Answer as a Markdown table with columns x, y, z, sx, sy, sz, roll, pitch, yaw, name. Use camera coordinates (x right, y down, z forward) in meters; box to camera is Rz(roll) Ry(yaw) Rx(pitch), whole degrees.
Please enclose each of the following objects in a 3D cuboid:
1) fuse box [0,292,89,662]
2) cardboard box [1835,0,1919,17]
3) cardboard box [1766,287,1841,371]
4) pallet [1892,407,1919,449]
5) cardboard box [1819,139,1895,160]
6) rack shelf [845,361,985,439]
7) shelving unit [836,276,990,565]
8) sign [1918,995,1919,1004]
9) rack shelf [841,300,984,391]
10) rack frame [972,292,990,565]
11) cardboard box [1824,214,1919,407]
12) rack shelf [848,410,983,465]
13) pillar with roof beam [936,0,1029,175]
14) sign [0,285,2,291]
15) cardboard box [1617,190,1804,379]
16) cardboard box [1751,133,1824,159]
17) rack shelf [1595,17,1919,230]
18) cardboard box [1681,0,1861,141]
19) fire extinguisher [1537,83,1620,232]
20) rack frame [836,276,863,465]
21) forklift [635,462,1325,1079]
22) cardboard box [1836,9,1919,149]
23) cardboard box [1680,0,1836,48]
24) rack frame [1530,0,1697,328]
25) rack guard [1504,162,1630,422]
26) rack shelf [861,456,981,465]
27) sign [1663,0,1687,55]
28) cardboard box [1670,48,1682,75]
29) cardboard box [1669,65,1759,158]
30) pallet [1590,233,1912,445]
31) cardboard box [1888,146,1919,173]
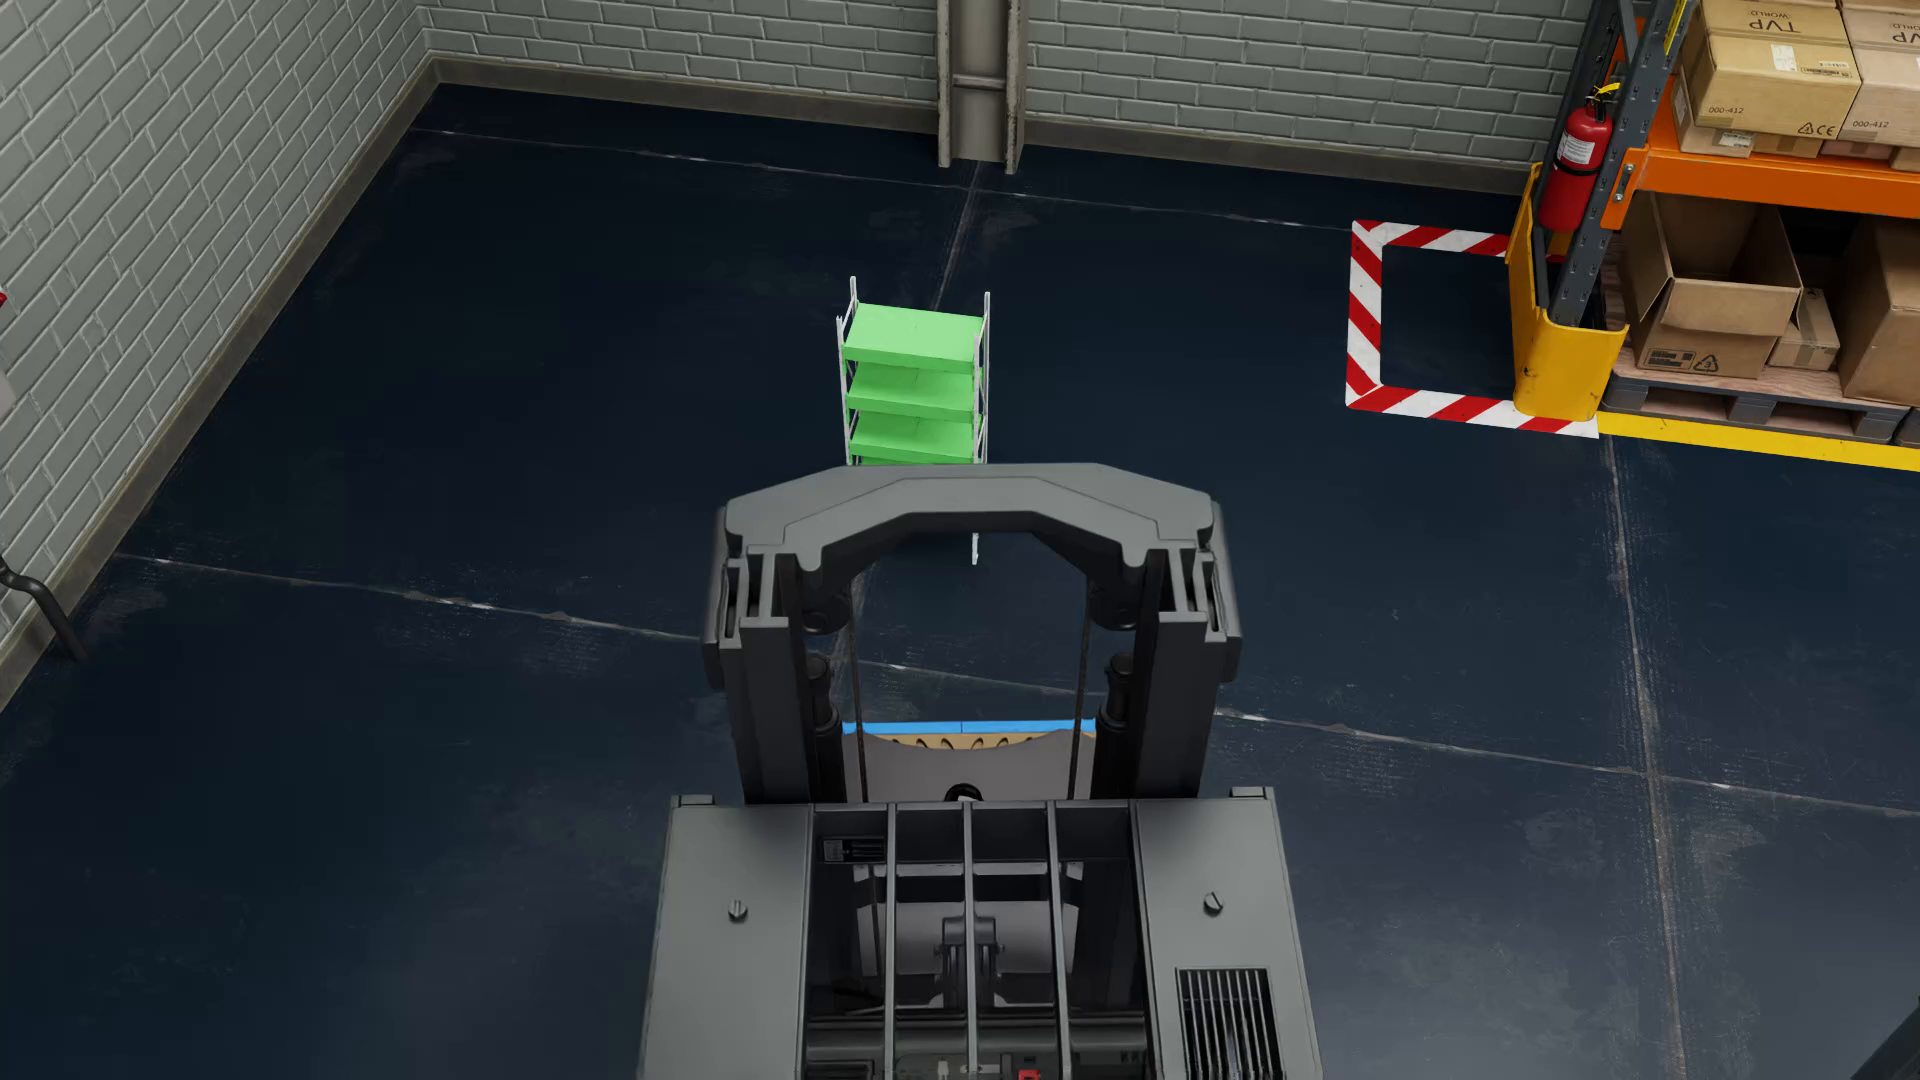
| x | y | z | sx | sy | sz | roll | pitch | yaw | name |
| --- | --- | --- | --- | --- | --- | --- | --- | --- | --- |
| -3.312 | -0.148 | 5.704 | 0.414 | 1.711 | 0.539 | 8 | 49 | 7 | fuse box |
| 3.610 | -2.079 | 6.474 | 0.500 | 0.250 | 0.500 | 8 | 49 | 7 | cardboard box |
| 3.599 | -0.917 | 7.164 | 0.250 | 0.149 | 0.380 | 6 | 48 | 5 | cardboard box |
| 4.659 | -0.755 | 7.259 | 1.213 | 0.211 | 1.003 | 8 | 49 | 7 | pallet |
| 3.401 | -1.628 | 6.337 | 0.250 | 0.149 | 0.380 | 7 | 48 | 6 | cardboard box |
| -0.163 | -0.541 | 6.164 | 0.480 | 0.148 | 0.258 | 8 | 49 | 7 | rack shelf |
| -0.163 | -0.423 | 6.295 | 0.503 | 1.200 | 0.258 | 8 | 49 | 7 | shelving unit |
| 1.834 | 0.807 | 3.042 | 0.005 | 0.325 | 0.100 | 8 | 49 | 7 | sign |
| -0.163 | -0.701 | 5.986 | 0.480 | 0.148 | 0.258 | 8 | 49 | 7 | rack shelf |
| 0.077 | -0.391 | 6.266 | 0.015 | 1.200 | 0.240 | 8 | 49 | 7 | rack frame |
| 4.022 | -0.978 | 6.982 | 0.500 | 0.500 | 0.700 | 9 | 49 | 8 | cardboard box |
| -0.163 | -0.380 | 6.343 | 0.480 | 0.148 | 0.258 | 8 | 49 | 7 | rack shelf |
| -0.656 | -1.835 | 2.321 | 0.400 | 9.000 | 9.100 | 8 | 49 | 7 | pillar with roof beam |
| -3.428 | -0.936 | 5.610 | 0.001 | 0.494 | 0.329 | 8 | 49 | 7 | sign |
| 3.188 | -1.121 | 7.108 | 0.637 | 0.503 | 0.797 | 6 | 48 | 5 | cardboard box |
| 3.136 | -1.637 | 6.345 | 0.250 | 0.149 | 0.380 | 9 | 49 | 8 | cardboard box |
| 4.571 | -1.460 | 6.501 | 4.000 | 0.370 | 1.077 | 8 | 49 | 7 | rack shelf |
| 3.002 | -1.757 | 6.185 | 0.500 | 0.250 | 0.500 | 8 | 49 | 7 | cardboard box |
| 2.376 | -1.496 | 6.352 | 0.183 | 0.674 | 0.296 | 8 | 49 | 7 | fire extinguisher |
| -0.403 | -0.455 | 6.324 | 0.015 | 1.200 | 0.240 | 8 | 49 | 7 | rack frame |
| 0.028 | 1.361 | 3.528 | 1.130 | 2.935 | 3.031 | -1 | 48 | -1 | forklift |
| 3.498 | -1.690 | 6.125 | 0.500 | 0.250 | 0.500 | 8 | 49 | 7 | cardboard box |
| 3.103 | -2.148 | 6.536 | 0.500 | 0.250 | 0.500 | 9 | 49 | 8 | cardboard box |
| 2.603 | -1.965 | 6.471 | 0.127 | 3.000 | 1.000 | 8 | 49 | 7 | rack frame |
| 2.678 | -1.119 | 7.392 | 0.348 | 0.500 | 1.175 | 8 | 49 | 7 | rack guard |
| -0.163 | -0.220 | 6.521 | 0.480 | 0.148 | 0.258 | 8 | 49 | 7 | rack shelf |
| 2.507 | -1.857 | 5.792 | 0.005 | 0.325 | 0.100 | 8 | 49 | 7 | sign |
| 2.977 | -2.034 | 6.702 | 0.250 | 0.149 | 0.380 | 7 | 48 | 6 | cardboard box |
| 2.878 | -1.637 | 6.345 | 0.250 | 0.149 | 0.380 | 7 | 48 | 7 | cardboard box |
| 3.462 | -0.918 | 7.405 | 1.213 | 0.211 | 1.003 | 8 | 49 | 7 | pallet |
| 3.639 | -1.549 | 6.266 | 0.250 | 0.149 | 0.380 | 9 | 49 | 8 | cardboard box |
